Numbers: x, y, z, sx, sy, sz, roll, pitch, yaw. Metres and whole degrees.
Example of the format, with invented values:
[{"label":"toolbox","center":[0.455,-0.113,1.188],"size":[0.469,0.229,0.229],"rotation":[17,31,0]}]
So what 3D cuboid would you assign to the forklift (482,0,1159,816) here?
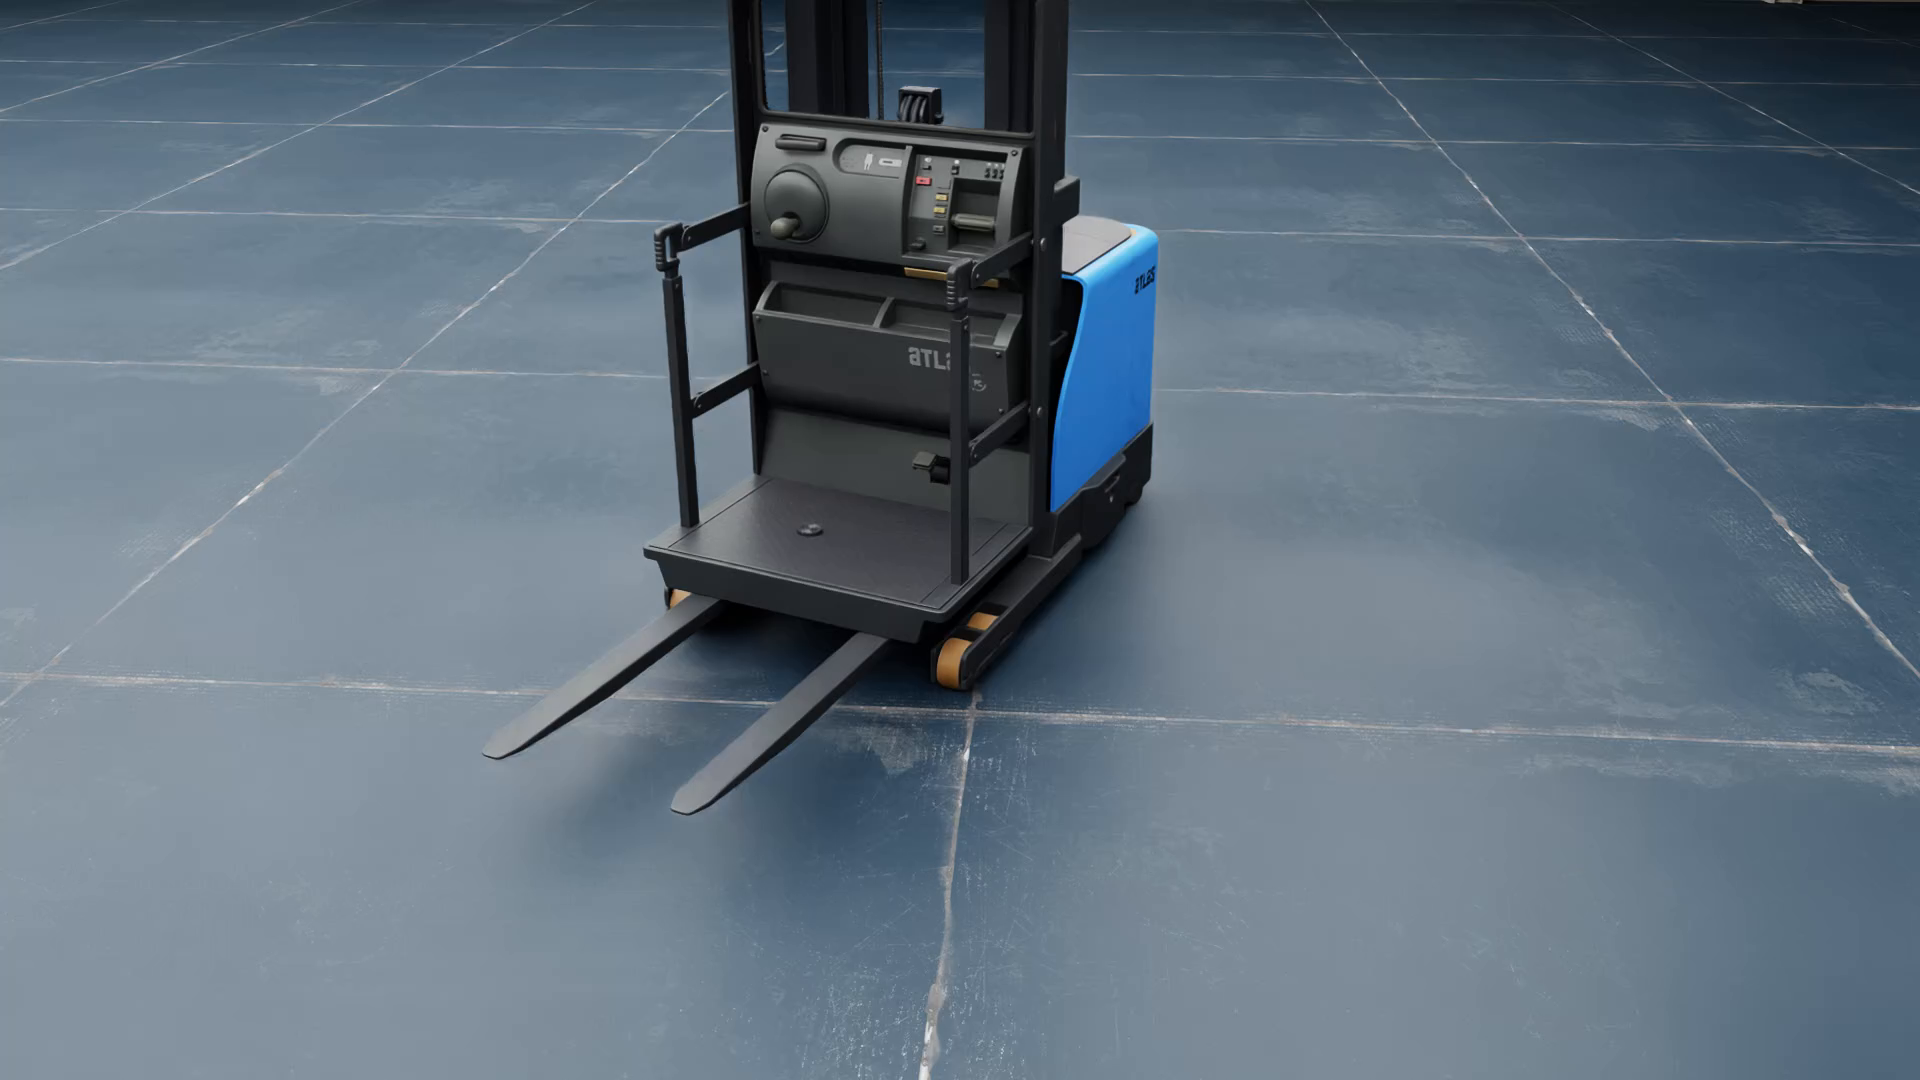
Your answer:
[{"label":"forklift","center":[-0.333,-1.066,5.059],"size":[1.130,2.935,3.031],"rotation":[11,27,23]}]
